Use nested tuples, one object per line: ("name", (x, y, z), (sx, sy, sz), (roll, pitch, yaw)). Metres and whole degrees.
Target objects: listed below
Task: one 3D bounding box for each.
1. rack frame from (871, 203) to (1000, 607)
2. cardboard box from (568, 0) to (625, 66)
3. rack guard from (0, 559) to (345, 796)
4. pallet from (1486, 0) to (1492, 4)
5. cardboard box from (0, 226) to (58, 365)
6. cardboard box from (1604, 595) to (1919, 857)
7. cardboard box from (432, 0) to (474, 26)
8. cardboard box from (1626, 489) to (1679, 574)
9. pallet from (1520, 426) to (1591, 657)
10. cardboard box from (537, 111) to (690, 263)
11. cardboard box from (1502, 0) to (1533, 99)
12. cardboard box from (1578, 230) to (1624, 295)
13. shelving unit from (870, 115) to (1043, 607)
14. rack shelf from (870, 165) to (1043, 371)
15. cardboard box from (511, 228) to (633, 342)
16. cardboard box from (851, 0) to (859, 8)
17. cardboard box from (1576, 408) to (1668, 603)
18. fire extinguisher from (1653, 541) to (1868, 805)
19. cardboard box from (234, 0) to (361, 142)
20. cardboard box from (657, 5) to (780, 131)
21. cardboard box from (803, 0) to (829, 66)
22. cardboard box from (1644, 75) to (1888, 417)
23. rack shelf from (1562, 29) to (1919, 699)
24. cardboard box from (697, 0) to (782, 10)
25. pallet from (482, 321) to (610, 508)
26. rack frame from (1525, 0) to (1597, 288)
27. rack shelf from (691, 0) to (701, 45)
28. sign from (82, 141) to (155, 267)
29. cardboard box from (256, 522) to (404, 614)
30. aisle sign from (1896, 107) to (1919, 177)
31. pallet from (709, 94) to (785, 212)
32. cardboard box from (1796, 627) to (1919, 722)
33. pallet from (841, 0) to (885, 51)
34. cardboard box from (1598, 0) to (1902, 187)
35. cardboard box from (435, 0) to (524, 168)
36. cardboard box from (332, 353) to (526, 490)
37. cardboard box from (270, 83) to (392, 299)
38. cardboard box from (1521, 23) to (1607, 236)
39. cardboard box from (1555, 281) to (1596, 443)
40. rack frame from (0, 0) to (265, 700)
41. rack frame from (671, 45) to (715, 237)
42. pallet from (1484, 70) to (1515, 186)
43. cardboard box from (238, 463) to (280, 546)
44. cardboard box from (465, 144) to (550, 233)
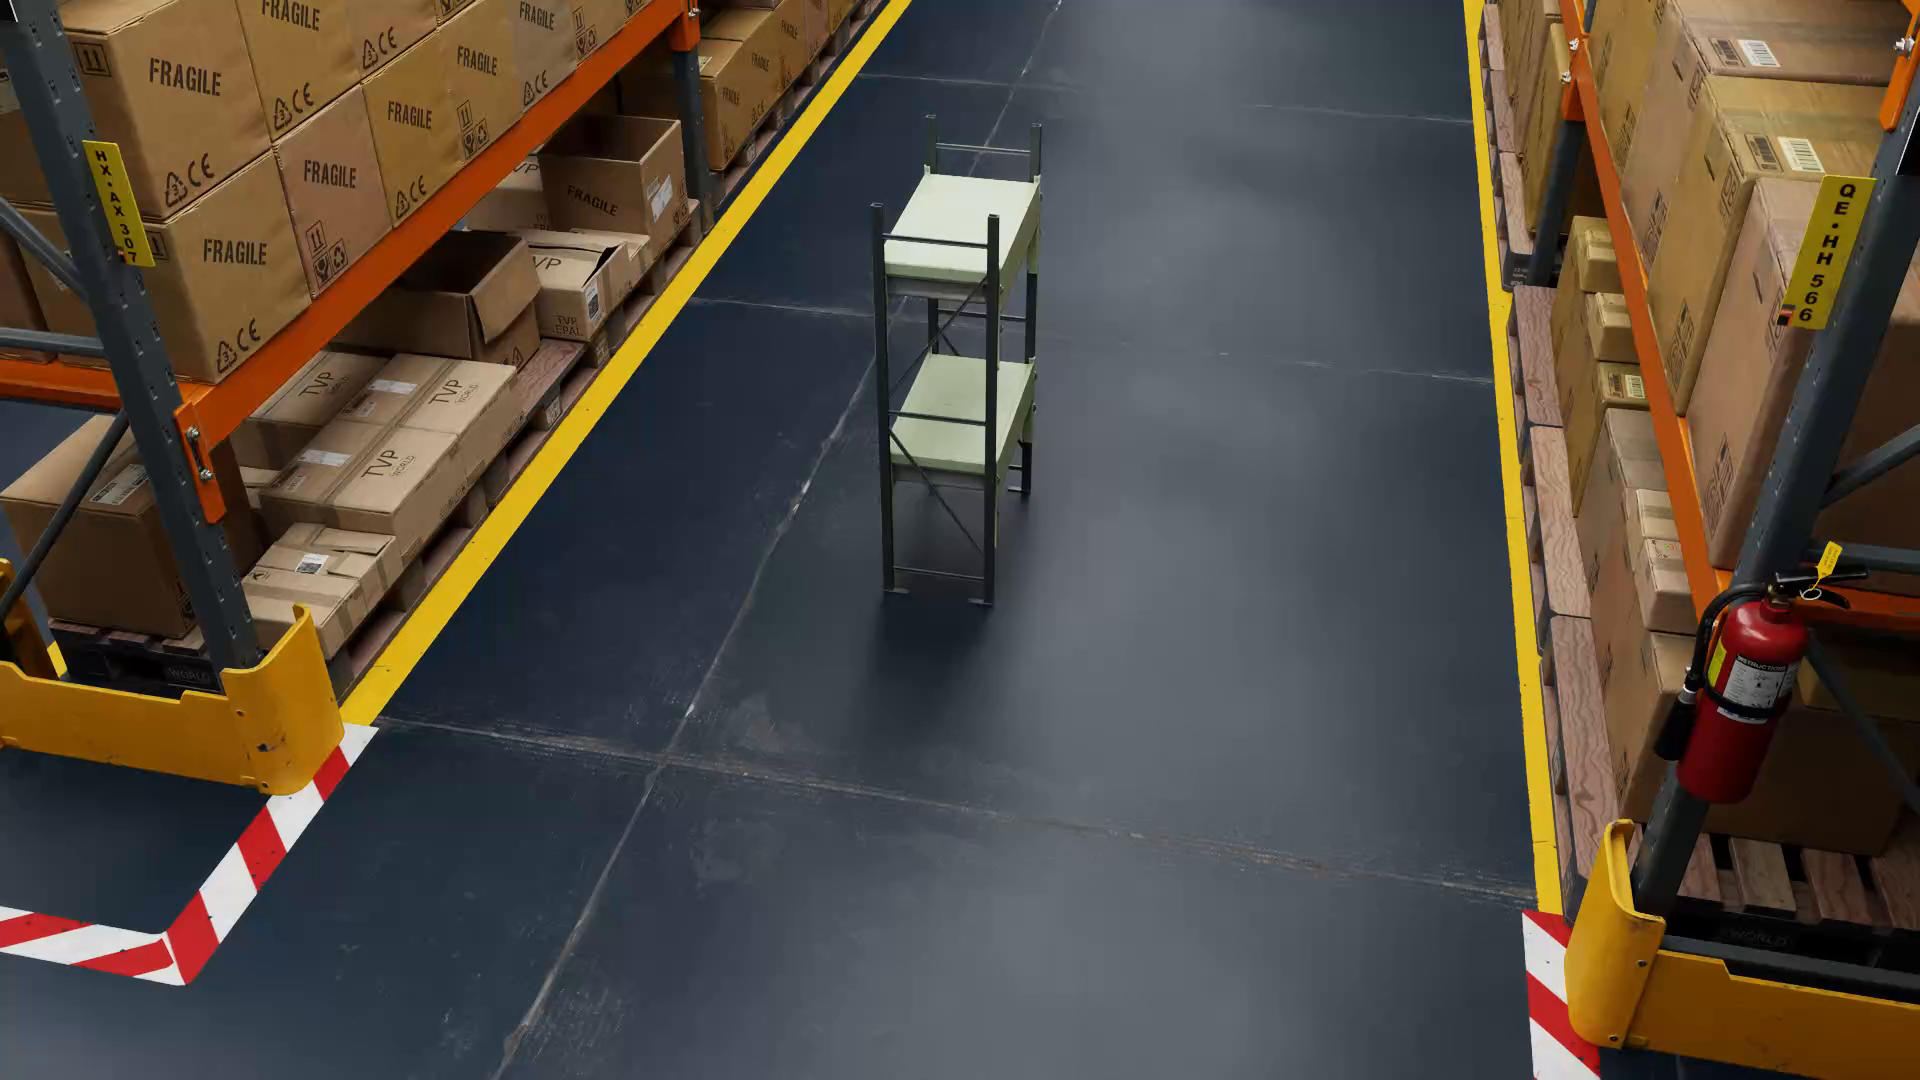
("rack frame", (-0.077, -0.401, 5.526), (0.400, 1.500, 0.023), (7, 37, 10))
("cardboard box", (-1.713, -2.261, 6.729), (0.500, 0.500, 0.500), (8, 37, 11))
("rack guard", (-2.587, 0.427, 5.235), (1.175, 0.500, 0.348), (7, 37, 10))
("pallet", (4.114, -3.828, 11.352), (1.003, 0.211, 1.213), (7, 37, 10))
("cardboard box", (-2.773, -0.873, 4.814), (0.500, 0.500, 0.500), (8, 37, 11))
("cardboard box", (2.289, 0.505, 4.769), (0.700, 0.500, 0.500), (7, 37, 10))
("cardboard box", (-1.927, -2.087, 5.636), (0.500, 0.500, 0.500), (7, 37, 10))
("cardboard box", (2.192, -0.001, 4.914), (0.380, 0.149, 0.250), (8, 37, 11))
("pallet", (2.594, 0.040, 6.014), (1.003, 0.211, 1.213), (7, 37, 10))
("cardboard box", (-1.593, -1.639, 7.710), (0.500, 0.500, 0.500), (7, 37, 10))
("cardboard box", (3.468, -2.903, 9.173), (0.750, 0.750, 0.750), (7, 37, 10))
("cardboard box", (2.580, -1.048, 6.359), (0.380, 0.149, 0.250), (8, 37, 12))
("shelving unit", (0.001, -0.611, 5.815), (0.431, 1.500, 0.755), (7, 37, 10))
("rack shelf", (0.001, -0.927, 5.586), (0.431, 0.370, 0.720), (7, 37, 10))
("cardboard box", (-1.753, -1.132, 7.173), (0.500, 0.311, 0.500), (7, 37, 10))
("cardboard box", (-0.864, -3.729, 10.594), (0.500, 0.500, 0.500), (9, 37, 12))
("cardboard box", (2.503, -0.070, 5.563), (0.700, 0.500, 0.500), (6, 36, 8))
("fire extinguisher", (1.754, 0.288, 3.681), (0.296, 0.674, 0.183), (7, 37, 10))
("cardboard box", (-2.146, -1.509, 4.839), (0.500, 0.500, 0.500), (8, 37, 10))
("cardboard box", (-1.304, -2.555, 8.975), (0.500, 0.500, 0.500), (8, 37, 11))
("cardboard box", (-1.081, -3.130, 9.768), (0.500, 0.500, 0.500), (6, 36, 8))
("cardboard box", (2.481, -0.757, 4.483), (0.980, 0.700, 0.700), (7, 37, 10))
("rack shelf", (2.665, -0.778, 5.381), (1.077, 0.370, 4.000), (7, 37, 10))
("cardboard box", (-1.193, -3.125, 9.122), (0.500, 0.250, 0.500), (7, 37, 10))
("pallet", (-2.154, -0.611, 6.913), (1.003, 0.211, 1.213), (7, 37, 10))
("rack frame", (3.092, -2.216, 6.752), (1.000, 3.000, 0.127), (7, 37, 10))
("rack shelf", (-1.321, -3.690, 9.399), (1.077, 0.370, 4.000), (7, 37, 10))
("sign", (-2.073, -0.825, 4.094), (0.100, 0.325, 0.005), (7, 37, 10))
("cardboard box", (-2.124, 0.087, 5.614), (0.380, 0.166, 0.250), (7, 37, 10))
("aisle sign", (1.929, -0.972, 2.820), (0.394, 0.787, 0.004), (7, 37, 10))
("pallet", (-1.612, -2.177, 9.074), (1.003, 0.211, 1.213), (7, 37, 10))
("cardboard box", (2.458, 0.339, 4.445), (0.380, 0.149, 0.250), (8, 37, 10))
("pallet", (-1.090, -3.576, 11.004), (1.003, 0.211, 1.213), (7, 37, 10))
("cardboard box", (2.799, -1.611, 5.661), (0.980, 0.700, 0.700), (6, 36, 9))
("cardboard box", (-1.927, -1.674, 5.918), (0.500, 0.500, 0.500), (8, 37, 11))
("cardboard box", (-1.996, -0.456, 6.292), (0.500, 0.250, 0.500), (7, 37, 10))
("cardboard box", (-2.145, -1.100, 5.127), (0.500, 0.500, 0.500), (7, 37, 10))
("cardboard box", (3.104, -1.905, 7.796), (0.750, 0.750, 0.750), (8, 37, 11))
("cardboard box", (2.721, -0.671, 6.392), (0.700, 0.500, 0.500), (7, 37, 9))
("rack frame", (-2.603, -0.542, 4.442), (1.000, 3.000, 0.127), (7, 37, 10))
("rack frame", (-1.748, -2.835, 7.606), (1.000, 3.000, 0.127), (7, 37, 10))
("pallet", (3.441, -2.241, 9.162), (1.003, 0.211, 1.213), (7, 37, 10))
("cardboard box", (-2.553, -0.136, 5.922), (0.380, 0.166, 0.250), (7, 37, 10))
("cardboard box", (-2.049, -1.711, 7.971), (0.500, 0.311, 0.500), (7, 37, 10))
